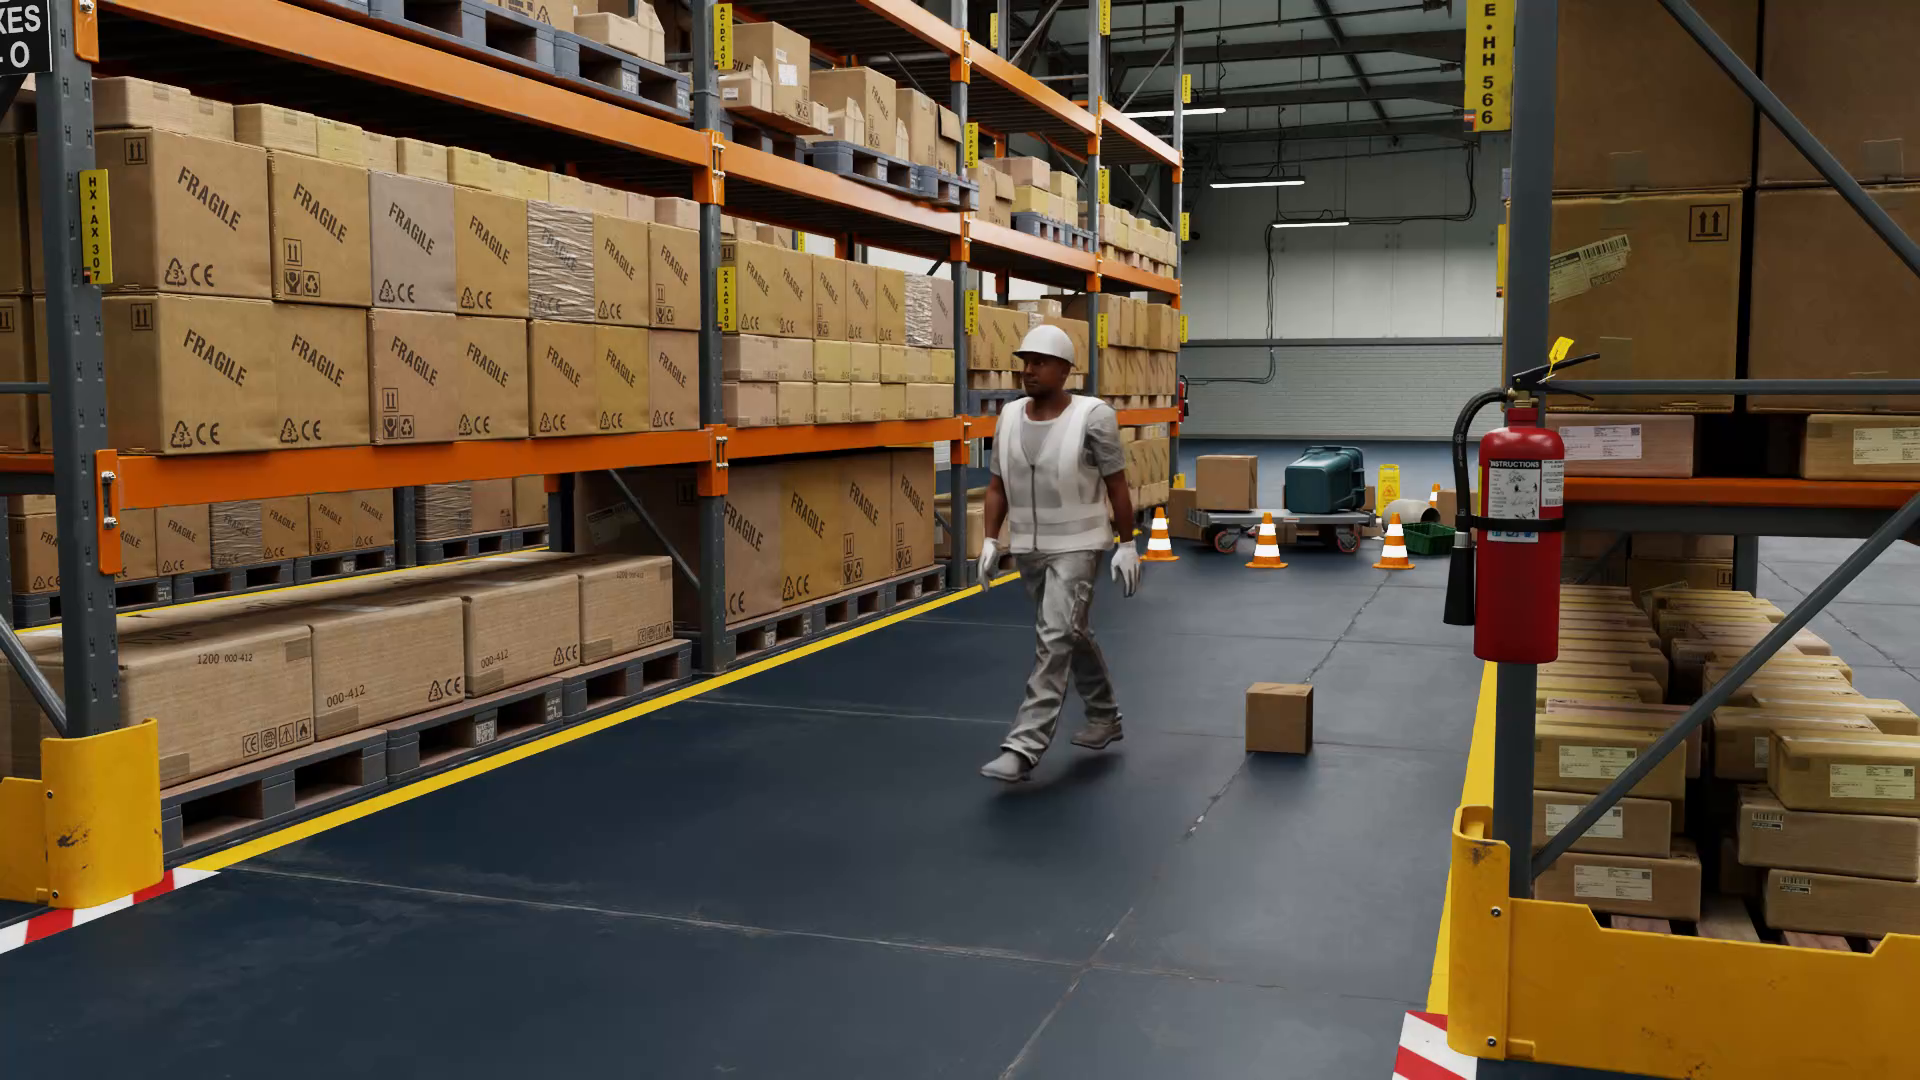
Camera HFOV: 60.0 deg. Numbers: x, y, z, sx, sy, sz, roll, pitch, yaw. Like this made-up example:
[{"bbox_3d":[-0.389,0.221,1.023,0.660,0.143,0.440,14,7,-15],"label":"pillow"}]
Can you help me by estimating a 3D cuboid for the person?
[{"bbox_3d":[0.333,0.030,6.457,0.575,1.717,1.056,4,7,41],"label":"person"}]
